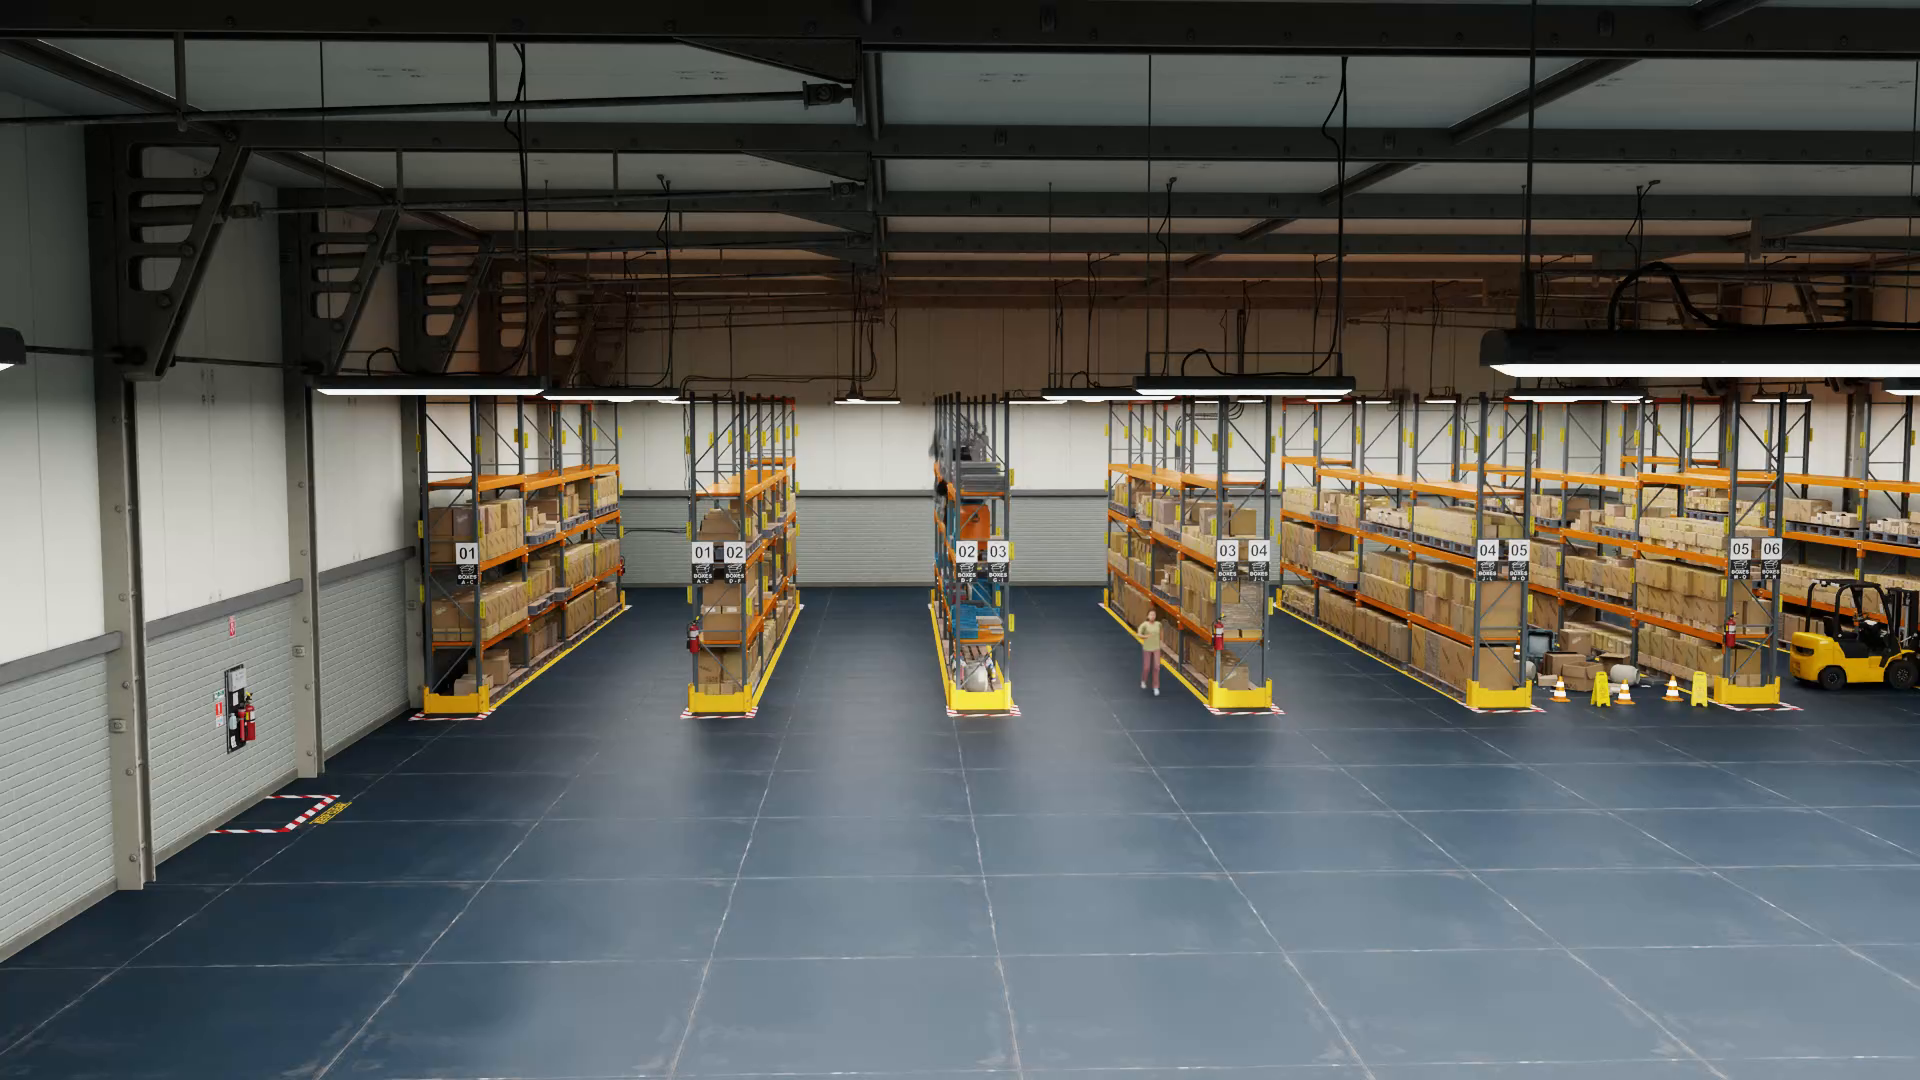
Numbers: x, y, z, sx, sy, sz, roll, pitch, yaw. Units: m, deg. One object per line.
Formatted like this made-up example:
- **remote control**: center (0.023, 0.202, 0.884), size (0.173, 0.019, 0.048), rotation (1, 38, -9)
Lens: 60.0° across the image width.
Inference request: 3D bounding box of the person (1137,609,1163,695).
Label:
- **person**: center (3.801, 2.202, 33.185), size (0.601, 1.676, 0.925), rotation (-1, 5, -9)

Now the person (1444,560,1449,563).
- **person**: center (14.563, 0.912, 49.345), size (0.739, 1.749, 0.701), rotation (2, 5, 23)
